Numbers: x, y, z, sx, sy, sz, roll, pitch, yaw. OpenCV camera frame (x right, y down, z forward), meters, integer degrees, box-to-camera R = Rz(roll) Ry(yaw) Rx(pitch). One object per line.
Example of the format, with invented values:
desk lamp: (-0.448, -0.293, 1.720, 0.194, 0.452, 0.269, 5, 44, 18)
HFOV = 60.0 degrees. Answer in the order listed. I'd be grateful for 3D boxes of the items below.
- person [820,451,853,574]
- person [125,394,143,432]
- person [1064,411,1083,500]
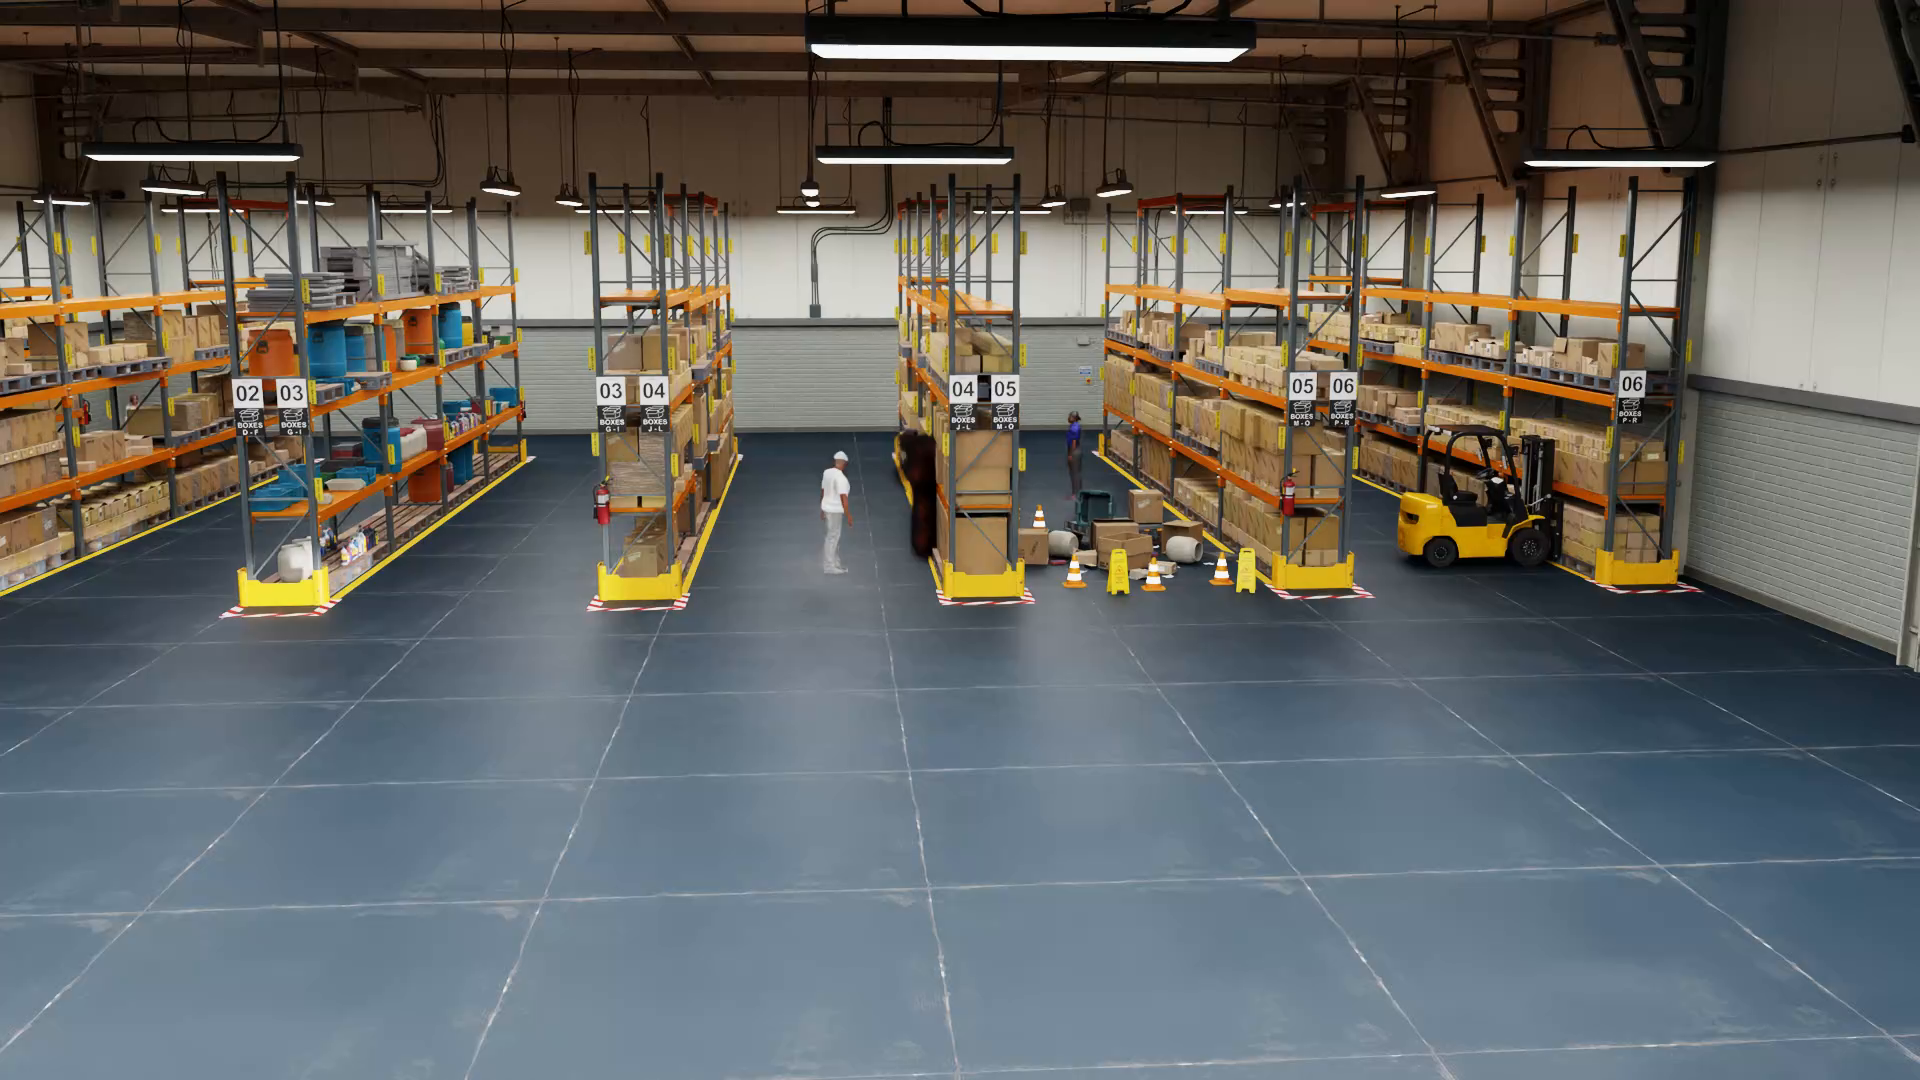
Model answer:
person: (-1.815, -0.386, 24.223, 0.485, 1.815, 0.706, -4, 11, -19)
person: (-19.203, -2.610, 38.843, 0.483, 1.604, 0.488, -9, 13, -42)
person: (2.143, -1.587, 31.234, 0.321, 1.674, 0.550, 2, 10, 12)
